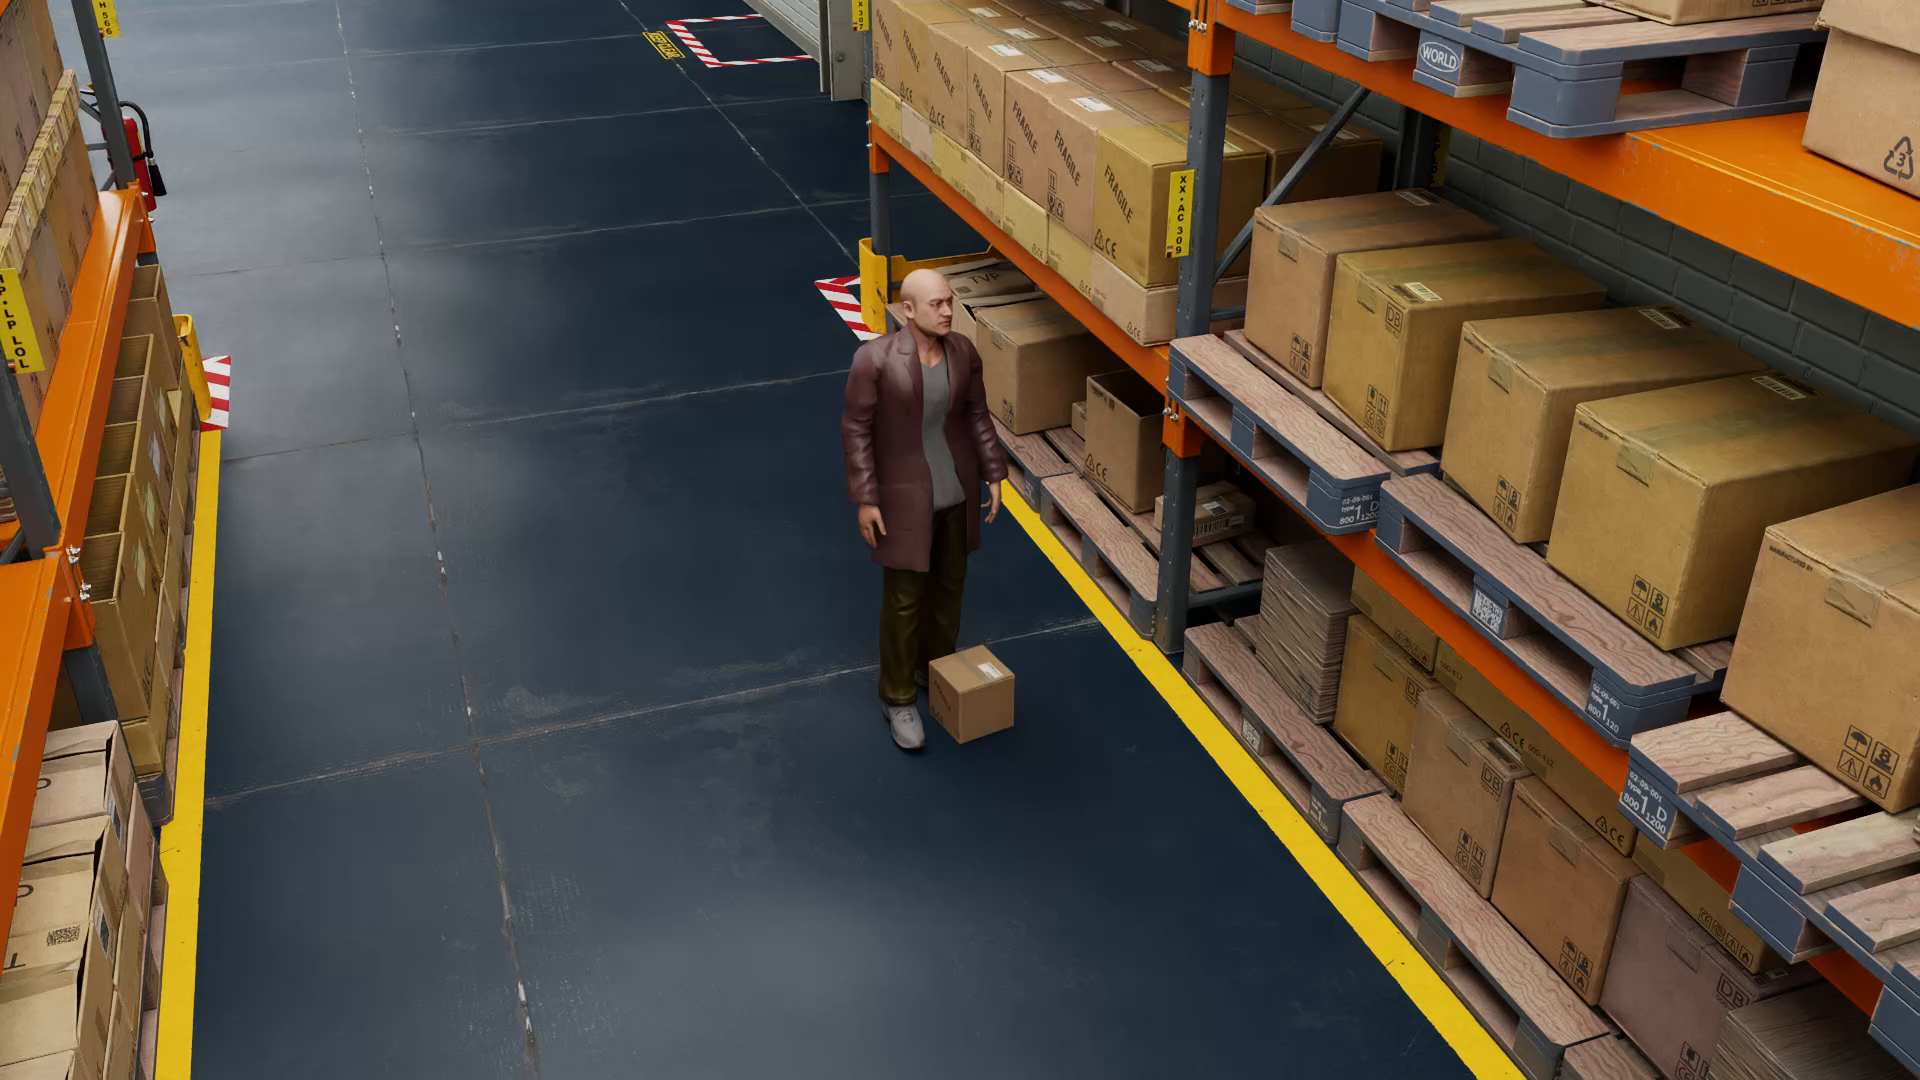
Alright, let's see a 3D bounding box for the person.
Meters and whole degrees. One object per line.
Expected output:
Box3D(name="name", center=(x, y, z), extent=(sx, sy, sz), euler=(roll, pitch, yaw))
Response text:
Box3D(name="person", center=(-0.077, -0.133, 6.361), extent=(0.695, 1.776, 0.582), euler=(-17, 34, -27))
